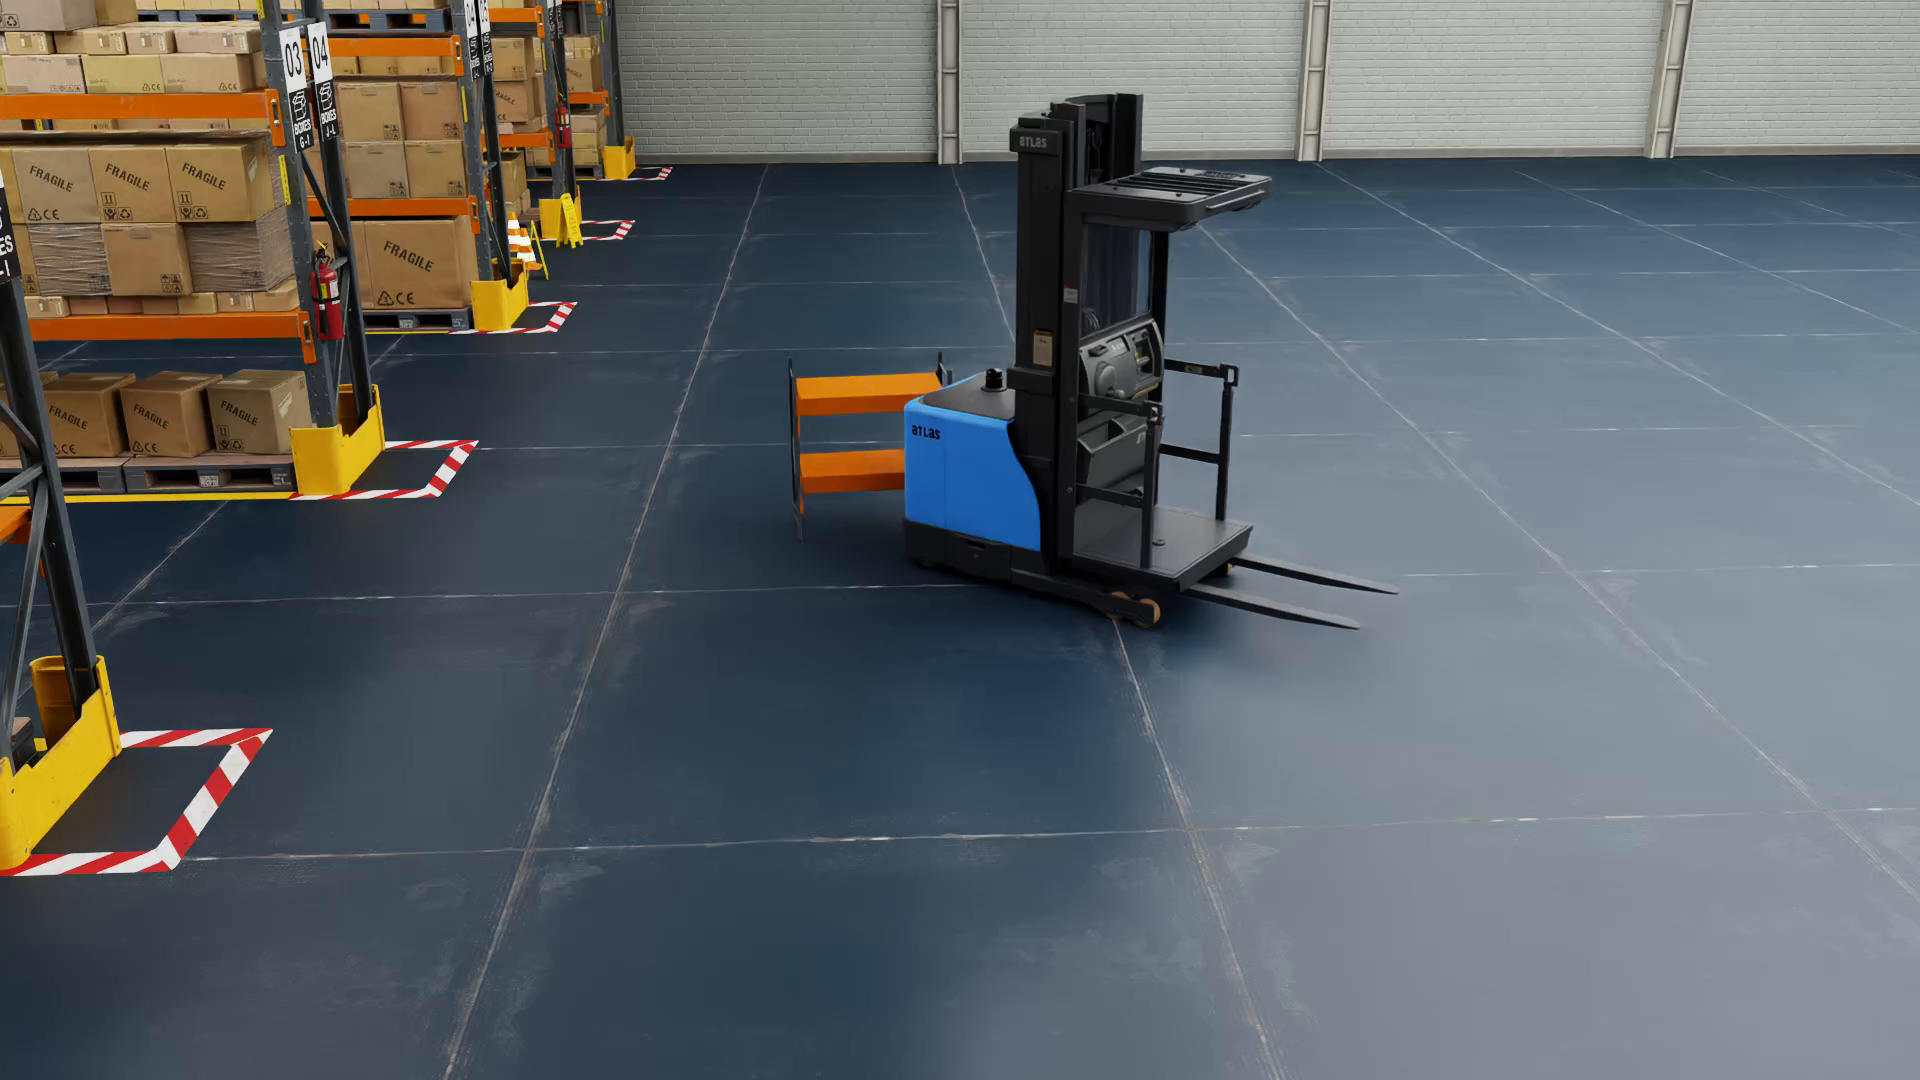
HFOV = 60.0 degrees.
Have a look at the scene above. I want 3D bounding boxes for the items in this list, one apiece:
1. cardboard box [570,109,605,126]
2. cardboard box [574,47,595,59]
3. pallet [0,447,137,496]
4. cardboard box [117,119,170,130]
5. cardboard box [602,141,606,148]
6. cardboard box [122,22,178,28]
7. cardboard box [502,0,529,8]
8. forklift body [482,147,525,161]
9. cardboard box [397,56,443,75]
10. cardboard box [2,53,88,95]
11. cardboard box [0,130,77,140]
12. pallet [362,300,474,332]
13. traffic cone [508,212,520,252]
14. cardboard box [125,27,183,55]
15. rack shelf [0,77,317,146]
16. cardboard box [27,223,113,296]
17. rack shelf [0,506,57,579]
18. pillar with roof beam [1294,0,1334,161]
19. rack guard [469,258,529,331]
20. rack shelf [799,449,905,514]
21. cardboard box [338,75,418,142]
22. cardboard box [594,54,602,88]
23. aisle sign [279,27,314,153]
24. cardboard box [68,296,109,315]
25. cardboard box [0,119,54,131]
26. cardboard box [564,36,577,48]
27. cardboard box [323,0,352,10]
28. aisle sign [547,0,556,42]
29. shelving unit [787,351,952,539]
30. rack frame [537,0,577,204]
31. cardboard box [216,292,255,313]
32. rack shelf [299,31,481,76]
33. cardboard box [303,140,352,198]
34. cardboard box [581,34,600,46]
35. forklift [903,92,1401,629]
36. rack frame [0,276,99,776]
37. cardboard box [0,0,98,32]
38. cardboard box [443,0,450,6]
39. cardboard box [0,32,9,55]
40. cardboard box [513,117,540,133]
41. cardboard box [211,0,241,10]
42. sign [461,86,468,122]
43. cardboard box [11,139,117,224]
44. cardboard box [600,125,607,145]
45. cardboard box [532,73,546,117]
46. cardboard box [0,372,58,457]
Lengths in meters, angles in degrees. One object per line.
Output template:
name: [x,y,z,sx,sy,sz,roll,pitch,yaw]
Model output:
cardboard box: [-5.903,-6.652,26.247,0.500,0.250,0.500,-1,21,-4]
cardboard box: [-5.742,-7.460,25.446,0.250,0.149,0.380,-1,21,-2]
pallet: [-6.664,-0.600,12.401,1.213,0.211,1.003,-1,21,-3]
cardboard box: [-7.822,-4.238,16.308,0.550,0.550,0.875,-1,21,-3]
cardboard box: [-5.914,-6.187,26.430,0.500,0.250,0.500,-1,21,-3]
cardboard box: [-5.633,-3.527,11.605,0.250,0.149,0.380,0,21,-1]
cardboard box: [-5.465,-6.631,20.459,0.250,0.149,0.380,-1,21,-3]
forklift body: [-7.201,-6.133,24.207,1.214,2.155,2.313,-1,21,-3]
cardboard box: [-6.632,-5.964,20.605,0.500,0.500,0.700,-1,21,-4]
cardboard box: [-6.037,-3.146,11.163,0.500,0.250,0.500,-1,21,-2]
cardboard box: [-6.622,-2.641,11.878,0.500,0.500,0.500,-1,21,-3]
pallet: [-5.536,-2.350,16.996,1.213,0.211,1.003,-1,21,-3]
traffic cone: [-5.481,-3.801,20.453,0.334,0.463,0.336,-1,21,-3]
cardboard box: [-5.352,-3.326,11.077,0.250,0.149,0.380,-2,21,-5]
rack shelf: [-6.556,-2.958,11.469,4.000,0.370,1.077,-1,21,-3]
cardboard box: [-6.104,-2.070,11.782,0.500,0.500,0.875,-1,21,-3]
rack shelf: [-6.274,0.203,7.382,4.000,0.370,1.077,-1,21,-3]
pillar with roof beam: [6.067,-9.040,22.219,0.400,9.000,9.100,-1,21,-3]
rack guard: [-4.718,-2.529,17.061,0.348,0.500,1.175,-1,21,-3]
rack shelf: [-0.606,-0.418,11.325,1.000,0.278,0.538,-3,21,-8]
cardboard box: [-5.658,-4.234,16.297,0.550,0.550,0.875,-1,21,-3]
cardboard box: [-5.923,-7.352,26.074,0.500,0.500,0.500,0,21,-1]
aisle sign: [-4.481,-3.042,11.243,0.004,0.787,0.394,-1,21,-3]
cardboard box: [-6.079,-1.705,11.737,0.250,0.149,0.380,-1,21,-3]
cardboard box: [-9.231,-4.117,16.174,0.500,0.500,0.700,-2,21,-4]
cardboard box: [-6.002,-7.607,25.415,0.250,0.149,0.380,-1,21,-3]
cardboard box: [-5.815,-5.082,15.660,0.250,0.149,0.380,-1,21,-3]
aisle sign: [-5.047,-6.566,20.498,0.004,0.787,0.394,-1,21,-3]
shelving unit: [-0.606,-0.646,11.238,1.048,1.125,0.538,-3,21,-8]
rack frame: [-5.125,-5.453,21.228,0.127,3.000,1.000,-1,21,-3]
cardboard box: [-5.082,-1.731,11.806,0.250,0.149,0.380,-1,21,-3]
rack shelf: [-6.738,-4.722,16.103,4.000,0.370,1.077,-1,21,-3]
cardboard box: [-6.224,-3.758,16.564,0.550,0.550,0.875,-1,21,-3]
cardboard box: [-5.760,-7.774,25.855,0.250,0.149,0.380,-2,21,-4]
forklift: [1.140,-1.072,9.817,3.031,2.935,1.130,14,25,32]
rack frame: [-4.277,-0.173,7.361,0.127,3.000,1.000,-1,21,-3]
cardboard box: [-6.093,-3.633,10.970,0.500,0.500,0.500,-1,21,-3]
cardboard box: [-5.102,-5.331,16.314,0.250,0.149,0.380,-1,21,-3]
cardboard box: [-6.395,-3.321,11.064,0.250,0.149,0.380,-2,21,-6]
cardboard box: [-5.486,-5.252,21.053,0.250,0.149,0.380,0,21,-1]
cardboard box: [-6.834,-5.061,15.604,0.250,0.149,0.380,-1,21,-2]
sign: [-4.725,-4.156,15.860,0.005,0.325,0.100,-1,21,-3]
cardboard box: [-6.093,-2.465,11.417,0.500,0.500,0.500,-1,21,-3]
cardboard box: [-5.894,-6.425,26.354,0.500,0.250,0.500,-1,21,-2]
cardboard box: [-5.614,-5.728,21.391,0.500,0.500,0.500,-1,21,-4]
cardboard box: [-6.965,-0.928,12.267,0.500,0.500,0.500,-3,21,-8]
